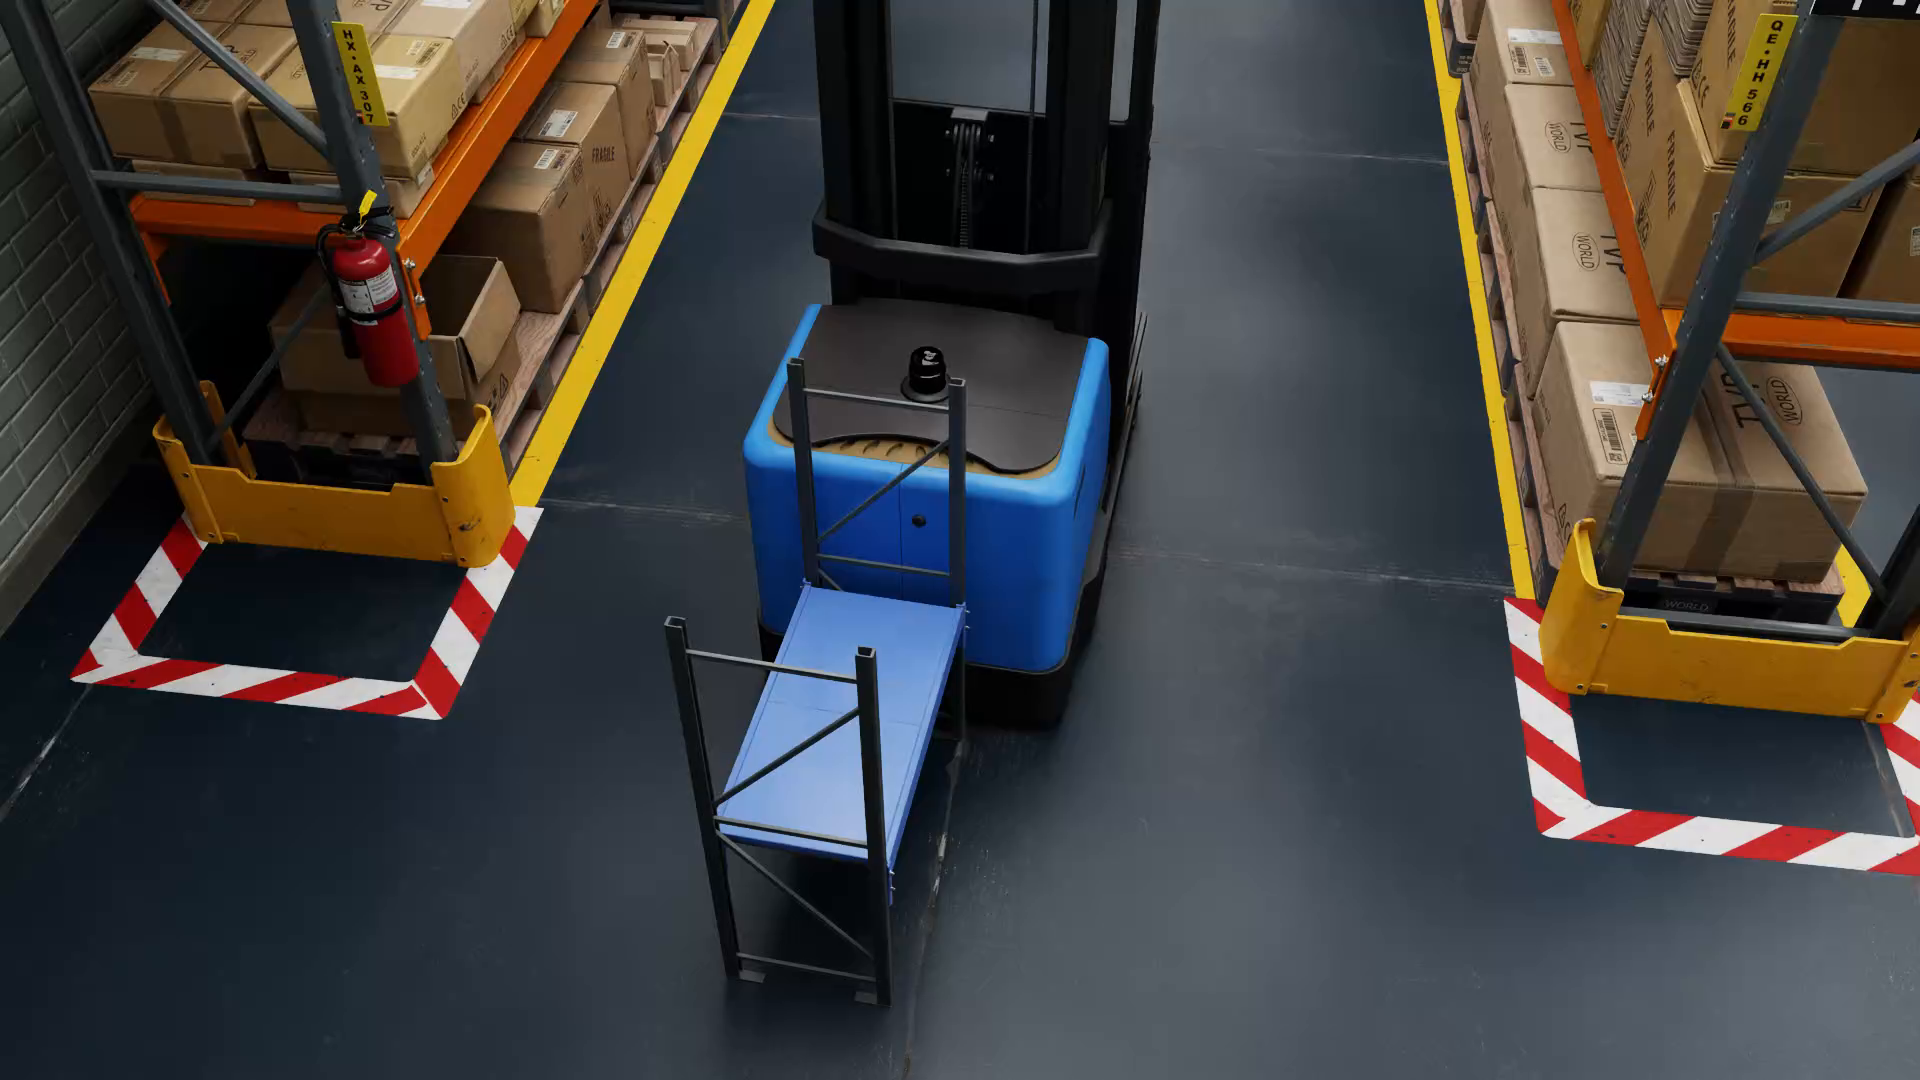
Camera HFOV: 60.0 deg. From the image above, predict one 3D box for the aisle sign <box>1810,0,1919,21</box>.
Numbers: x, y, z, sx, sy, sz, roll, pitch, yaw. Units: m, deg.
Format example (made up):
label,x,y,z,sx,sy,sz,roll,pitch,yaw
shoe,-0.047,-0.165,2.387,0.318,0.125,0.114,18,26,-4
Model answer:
label,x,y,z,sx,sy,sz,roll,pitch,yaw
aisle sign,2.305,-1.573,3.839,0.394,0.787,0.004,5,44,6

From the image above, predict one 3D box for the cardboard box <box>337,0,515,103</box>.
label,x,y,z,sx,sy,sz,roll,pitch,yaw
cardboard box,-1.905,-1.781,5.842,0.500,0.250,0.500,6,44,6

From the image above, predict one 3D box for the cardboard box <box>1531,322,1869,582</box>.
label,x,y,z,sx,sy,sz,roll,pitch,yaw
cardboard box,2.610,-0.331,5.976,0.875,0.438,0.875,4,44,4

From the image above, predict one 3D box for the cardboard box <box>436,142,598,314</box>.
label,x,y,z,sx,sy,sz,roll,pitch,yaw
cardboard box,-1.972,-1.331,6.987,0.700,0.500,0.500,7,44,7

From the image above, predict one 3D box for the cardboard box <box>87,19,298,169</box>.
label,x,y,z,sx,sy,sz,roll,pitch,yaw
cardboard box,-2.501,-1.490,5.535,0.500,0.250,0.500,6,44,7

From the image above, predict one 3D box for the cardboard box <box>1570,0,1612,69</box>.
label,x,y,z,sx,sy,sz,roll,pitch,yaw
cardboard box,2.618,-2.085,6.197,0.500,0.500,0.500,6,44,7

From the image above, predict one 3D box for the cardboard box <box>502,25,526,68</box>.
label,x,y,z,sx,sy,sz,roll,pitch,yaw
cardboard box,-1.872,-1.915,6.273,0.380,0.149,0.250,6,44,6

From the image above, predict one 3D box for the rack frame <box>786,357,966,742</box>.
label,x,y,z,sx,sy,sz,roll,pitch,yaw
rack frame,-0.231,0.083,5.072,0.500,1.500,0.032,8,44,9

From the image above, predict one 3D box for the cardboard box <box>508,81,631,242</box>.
label,x,y,z,sx,sy,sz,roll,pitch,yaw
cardboard box,-1.803,-1.682,7.358,0.500,0.500,0.500,6,44,6

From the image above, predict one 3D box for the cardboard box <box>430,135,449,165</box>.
label,x,y,z,sx,sy,sz,roll,pitch,yaw
cardboard box,-1.996,-1.384,5.713,0.380,0.149,0.250,6,44,7

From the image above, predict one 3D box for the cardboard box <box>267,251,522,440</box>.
label,x,y,z,sx,sy,sz,roll,pitch,yaw
cardboard box,-2.124,-0.753,6.374,0.797,0.503,0.637,4,44,4

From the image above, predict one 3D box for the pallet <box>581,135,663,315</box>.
label,x,y,z,sx,sy,sz,roll,pitch,yaw
pallet,-2.021,-1.511,7.692,1.003,0.211,1.213,5,44,6

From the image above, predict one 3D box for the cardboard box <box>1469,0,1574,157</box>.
label,x,y,z,sx,sy,sz,roll,pitch,yaw
cardboard box,2.961,-2.180,7.929,0.875,0.438,0.875,5,44,5

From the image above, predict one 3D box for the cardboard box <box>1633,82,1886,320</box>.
label,x,y,z,sx,sy,sz,roll,pitch,yaw
cardboard box,2.423,-1.039,5.093,0.500,0.500,0.500,5,44,6

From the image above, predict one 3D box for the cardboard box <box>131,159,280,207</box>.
label,x,y,z,sx,sy,sz,roll,pitch,yaw
cardboard box,-2.521,-1.258,5.580,0.380,0.149,0.250,5,44,5

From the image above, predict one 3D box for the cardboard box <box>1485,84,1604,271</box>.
label,x,y,z,sx,sy,sz,roll,pitch,yaw
cardboard box,2.843,-1.570,7.285,0.875,0.438,0.875,4,44,4

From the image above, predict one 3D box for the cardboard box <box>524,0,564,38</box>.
label,x,y,z,sx,sy,sz,roll,pitch,yaw
cardboard box,-1.764,-2.080,6.448,0.380,0.149,0.250,4,44,4

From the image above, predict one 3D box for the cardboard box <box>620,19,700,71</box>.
label,x,y,z,sx,sy,sz,roll,pitch,yaw
cardboard box,-1.553,-2.536,8.515,0.380,0.149,0.250,4,44,4

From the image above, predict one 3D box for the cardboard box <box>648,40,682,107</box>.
label,x,y,z,sx,sy,sz,roll,pitch,yaw
cardboard box,-1.600,-2.335,8.218,0.396,0.266,0.258,7,44,7

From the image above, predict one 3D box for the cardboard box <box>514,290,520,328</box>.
label,x,y,z,sx,sy,sz,roll,pitch,yaw
cardboard box,-2.029,-0.911,6.798,0.380,0.149,0.250,4,44,4

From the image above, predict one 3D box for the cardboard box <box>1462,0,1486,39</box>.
label,x,y,z,sx,sy,sz,roll,pitch,yaw
cardboard box,3.153,-3.187,8.674,0.875,0.875,0.875,6,44,7

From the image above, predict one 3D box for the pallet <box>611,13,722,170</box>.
label,x,y,z,sx,sy,sz,roll,pitch,yaw
pallet,-1.862,-2.344,8.573,1.003,0.211,1.213,5,44,6

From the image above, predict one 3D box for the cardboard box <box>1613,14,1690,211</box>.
label,x,y,z,sx,sy,sz,roll,pitch,yaw
cardboard box,2.504,-1.380,5.453,0.500,0.500,0.500,4,44,5

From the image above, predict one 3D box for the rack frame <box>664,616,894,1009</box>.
label,x,y,z,sx,sy,sz,roll,pitch,yaw
rack frame,-0.440,0.767,4.349,0.500,1.500,0.032,8,44,9

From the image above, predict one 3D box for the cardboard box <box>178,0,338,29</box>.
label,x,y,z,sx,sy,sz,roll,pitch,yaw
cardboard box,-2.432,-1.842,5.906,0.500,0.250,0.500,5,44,6

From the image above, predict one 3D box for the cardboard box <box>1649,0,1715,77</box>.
label,x,y,z,sx,sy,sz,roll,pitch,yaw
cardboard box,2.490,-1.759,5.126,0.500,0.500,0.500,5,44,6

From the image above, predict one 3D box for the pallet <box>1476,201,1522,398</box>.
label,x,y,z,sx,sy,sz,roll,pitch,yaw
pallet,2.814,-1.019,7.173,1.003,0.211,1.213,5,44,6

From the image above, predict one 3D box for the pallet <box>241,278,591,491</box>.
label,x,y,z,sx,sy,sz,roll,pitch,yaw
pallet,-2.184,-0.682,6.817,1.003,0.211,1.213,5,44,6

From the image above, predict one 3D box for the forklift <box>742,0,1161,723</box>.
label,x,y,z,sx,sy,sz,roll,pitch,yaw
forklift,0.129,-1.486,5.687,1.130,2.935,3.031,8,44,9

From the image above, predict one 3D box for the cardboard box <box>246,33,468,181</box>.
label,x,y,z,sx,sy,sz,roll,pitch,yaw
cardboard box,-1.972,-1.437,5.479,0.500,0.250,0.500,5,44,6

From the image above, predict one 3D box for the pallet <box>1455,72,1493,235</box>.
label,x,y,z,sx,sy,sz,roll,pitch,yaw
pallet,2.973,-1.853,8.053,1.003,0.211,1.213,5,44,6

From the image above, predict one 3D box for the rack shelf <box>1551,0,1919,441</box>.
label,x,y,z,sx,sy,sz,roll,pitch,yaw
rack shelf,2.886,-1.752,6.442,1.077,0.370,4.000,5,44,6

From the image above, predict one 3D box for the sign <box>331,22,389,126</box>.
label,x,y,z,sx,sy,sz,roll,pitch,yaw
sign,-1.761,-1.364,4.879,0.100,0.325,0.005,5,44,6

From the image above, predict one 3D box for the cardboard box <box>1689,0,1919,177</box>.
label,x,y,z,sx,sy,sz,roll,pitch,yaw
cardboard box,2.450,-1.400,4.747,0.500,0.500,0.500,7,44,7

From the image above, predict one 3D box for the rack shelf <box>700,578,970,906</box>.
label,x,y,z,sx,sy,sz,roll,pitch,yaw
rack shelf,-0.336,0.556,4.834,0.538,0.185,1.000,8,44,9

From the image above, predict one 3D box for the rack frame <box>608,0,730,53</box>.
label,x,y,z,sx,sy,sz,roll,pitch,yaw
rack frame,-1.770,-3.825,8.108,1.000,3.000,0.127,5,44,6

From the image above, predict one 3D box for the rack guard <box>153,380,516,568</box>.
label,x,y,z,sx,sy,sz,roll,pitch,yaw
rack guard,-2.289,-0.243,6.143,1.175,0.500,0.348,5,44,6

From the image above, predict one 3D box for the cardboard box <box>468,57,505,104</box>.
label,x,y,z,sx,sy,sz,roll,pitch,yaw
cardboard box,-1.901,-1.733,6.082,0.380,0.149,0.250,7,44,7

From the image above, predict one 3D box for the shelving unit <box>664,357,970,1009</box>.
label,x,y,z,sx,sy,sz,roll,pitch,yaw
shelving unit,-0.336,0.425,4.710,0.538,1.500,1.048,8,44,9

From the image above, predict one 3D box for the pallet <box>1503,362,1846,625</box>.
label,x,y,z,sx,sy,sz,roll,pitch,yaw
pallet,2.650,-0.190,6.297,1.003,0.211,1.213,5,44,6

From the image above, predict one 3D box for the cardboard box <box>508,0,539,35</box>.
label,x,y,z,sx,sy,sz,roll,pitch,yaw
cardboard box,-1.842,-2.127,6.207,0.500,0.250,0.500,4,44,5

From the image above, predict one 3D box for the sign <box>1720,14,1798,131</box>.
label,x,y,z,sx,sy,sz,roll,pitch,yaw
sign,2.086,-1.216,4.338,0.100,0.325,0.005,5,44,6

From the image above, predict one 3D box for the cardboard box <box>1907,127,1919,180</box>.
label,x,y,z,sx,sy,sz,roll,pitch,yaw
cardboard box,2.968,-1.351,4.695,0.500,0.500,0.500,4,44,5

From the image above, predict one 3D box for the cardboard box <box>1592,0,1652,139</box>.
label,x,y,z,sx,sy,sz,roll,pitch,yaw
cardboard box,2.563,-1.732,5.824,0.500,0.500,0.500,6,44,7

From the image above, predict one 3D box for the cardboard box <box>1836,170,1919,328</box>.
label,x,y,z,sx,sy,sz,roll,pitch,yaw
cardboard box,2.970,-0.988,5.039,0.500,0.500,0.500,5,44,5

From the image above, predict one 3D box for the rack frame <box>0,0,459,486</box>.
label,x,y,z,sx,sy,sz,roll,pitch,yaw
rack frame,-2.299,-1.099,5.229,1.000,3.000,0.127,5,44,6

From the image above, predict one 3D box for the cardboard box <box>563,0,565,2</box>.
label,x,y,z,sx,sy,sz,roll,pitch,yaw
cardboard box,-1.749,-2.262,6.640,0.380,0.149,0.250,6,44,6

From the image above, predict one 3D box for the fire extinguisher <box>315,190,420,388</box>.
label,x,y,z,sx,sy,sz,roll,pitch,yaw
fire extinguisher,-1.860,-0.793,5.234,0.296,0.674,0.183,5,44,6

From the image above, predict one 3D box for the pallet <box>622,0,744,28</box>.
label,x,y,z,sx,sy,sz,roll,pitch,yaw
pallet,-1.700,-3.370,9.656,1.003,0.211,1.213,5,44,6

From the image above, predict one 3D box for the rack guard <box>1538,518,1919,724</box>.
label,x,y,z,sx,sy,sz,roll,pitch,yaw
rack guard,2.619,0.274,5.597,1.175,0.500,0.348,5,44,6

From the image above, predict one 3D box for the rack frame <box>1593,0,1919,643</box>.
label,x,y,z,sx,sy,sz,roll,pitch,yaw
rack frame,2.622,-0.650,4.755,1.000,3.000,0.127,5,44,6

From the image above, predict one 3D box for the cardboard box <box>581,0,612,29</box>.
label,x,y,z,sx,sy,sz,roll,pitch,yaw
cardboard box,-2.092,-2.572,8.435,0.500,0.311,0.500,7,44,7

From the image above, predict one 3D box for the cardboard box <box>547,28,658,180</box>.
label,x,y,z,sx,sy,sz,roll,pitch,yaw
cardboard box,-1.835,-2.039,7.734,0.700,0.500,0.500,4,44,4

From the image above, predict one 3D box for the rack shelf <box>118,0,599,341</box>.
label,x,y,z,sx,sy,sz,roll,pitch,yaw
rack shelf,-2.034,-2.201,6.916,1.077,0.370,4.000,5,44,6

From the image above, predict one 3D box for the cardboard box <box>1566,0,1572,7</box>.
label,x,y,z,sx,sy,sz,roll,pitch,yaw
cardboard box,2.686,-2.436,6.568,0.500,0.500,0.500,5,44,6

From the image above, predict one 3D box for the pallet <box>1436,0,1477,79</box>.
label,x,y,z,sx,sy,sz,roll,pitch,yaw
pallet,3.178,-2.897,9.156,1.003,0.211,1.213,5,44,6

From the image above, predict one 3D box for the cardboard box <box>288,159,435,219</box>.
label,x,y,z,sx,sy,sz,roll,pitch,yaw
cardboard box,-1.983,-1.207,5.526,0.380,0.149,0.250,5,44,5

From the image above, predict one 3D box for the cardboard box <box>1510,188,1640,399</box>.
label,x,y,z,sx,sy,sz,roll,pitch,yaw
cardboard box,2.723,-0.956,6.636,0.875,0.438,0.875,6,44,7
